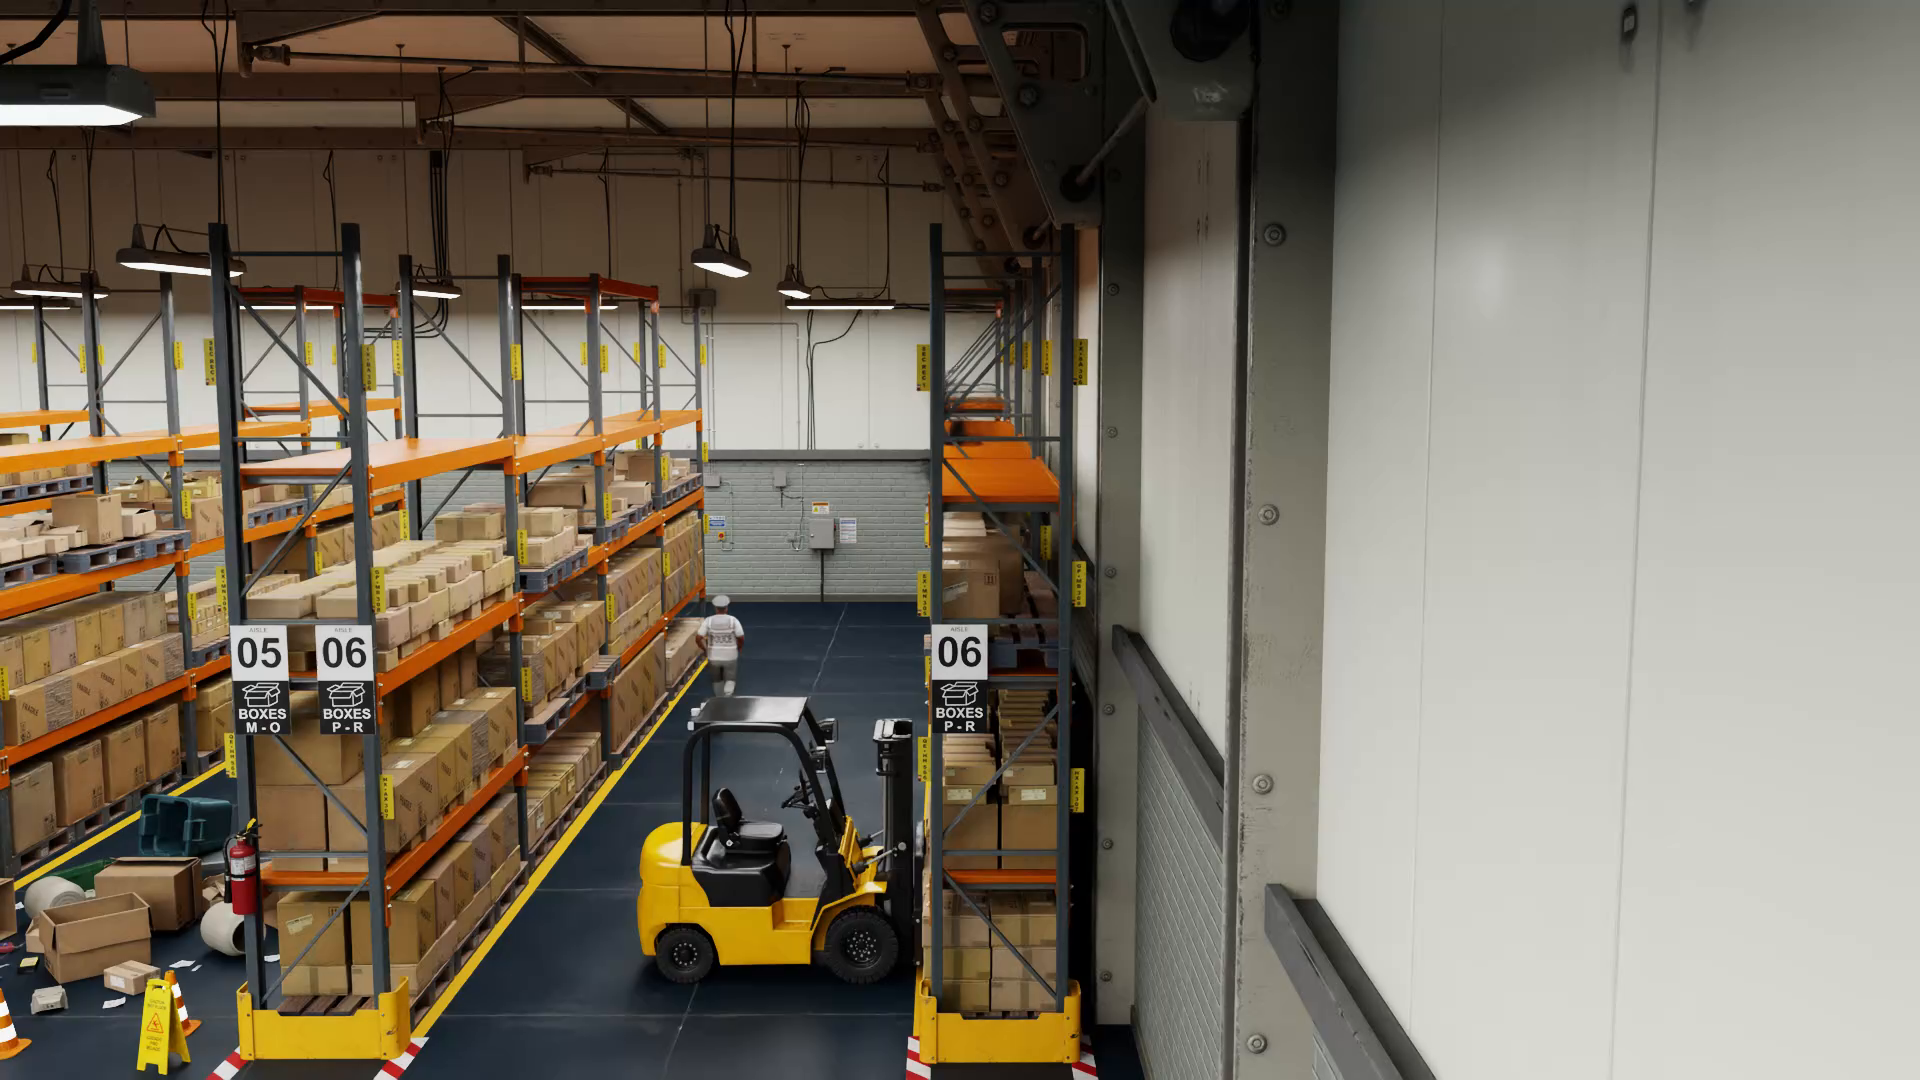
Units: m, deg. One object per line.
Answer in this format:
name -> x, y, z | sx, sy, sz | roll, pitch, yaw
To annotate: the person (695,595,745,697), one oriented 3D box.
person -> -3.315, 1.628, 23.071 | 0.677, 1.736, 0.721 | 0, 7, -3
